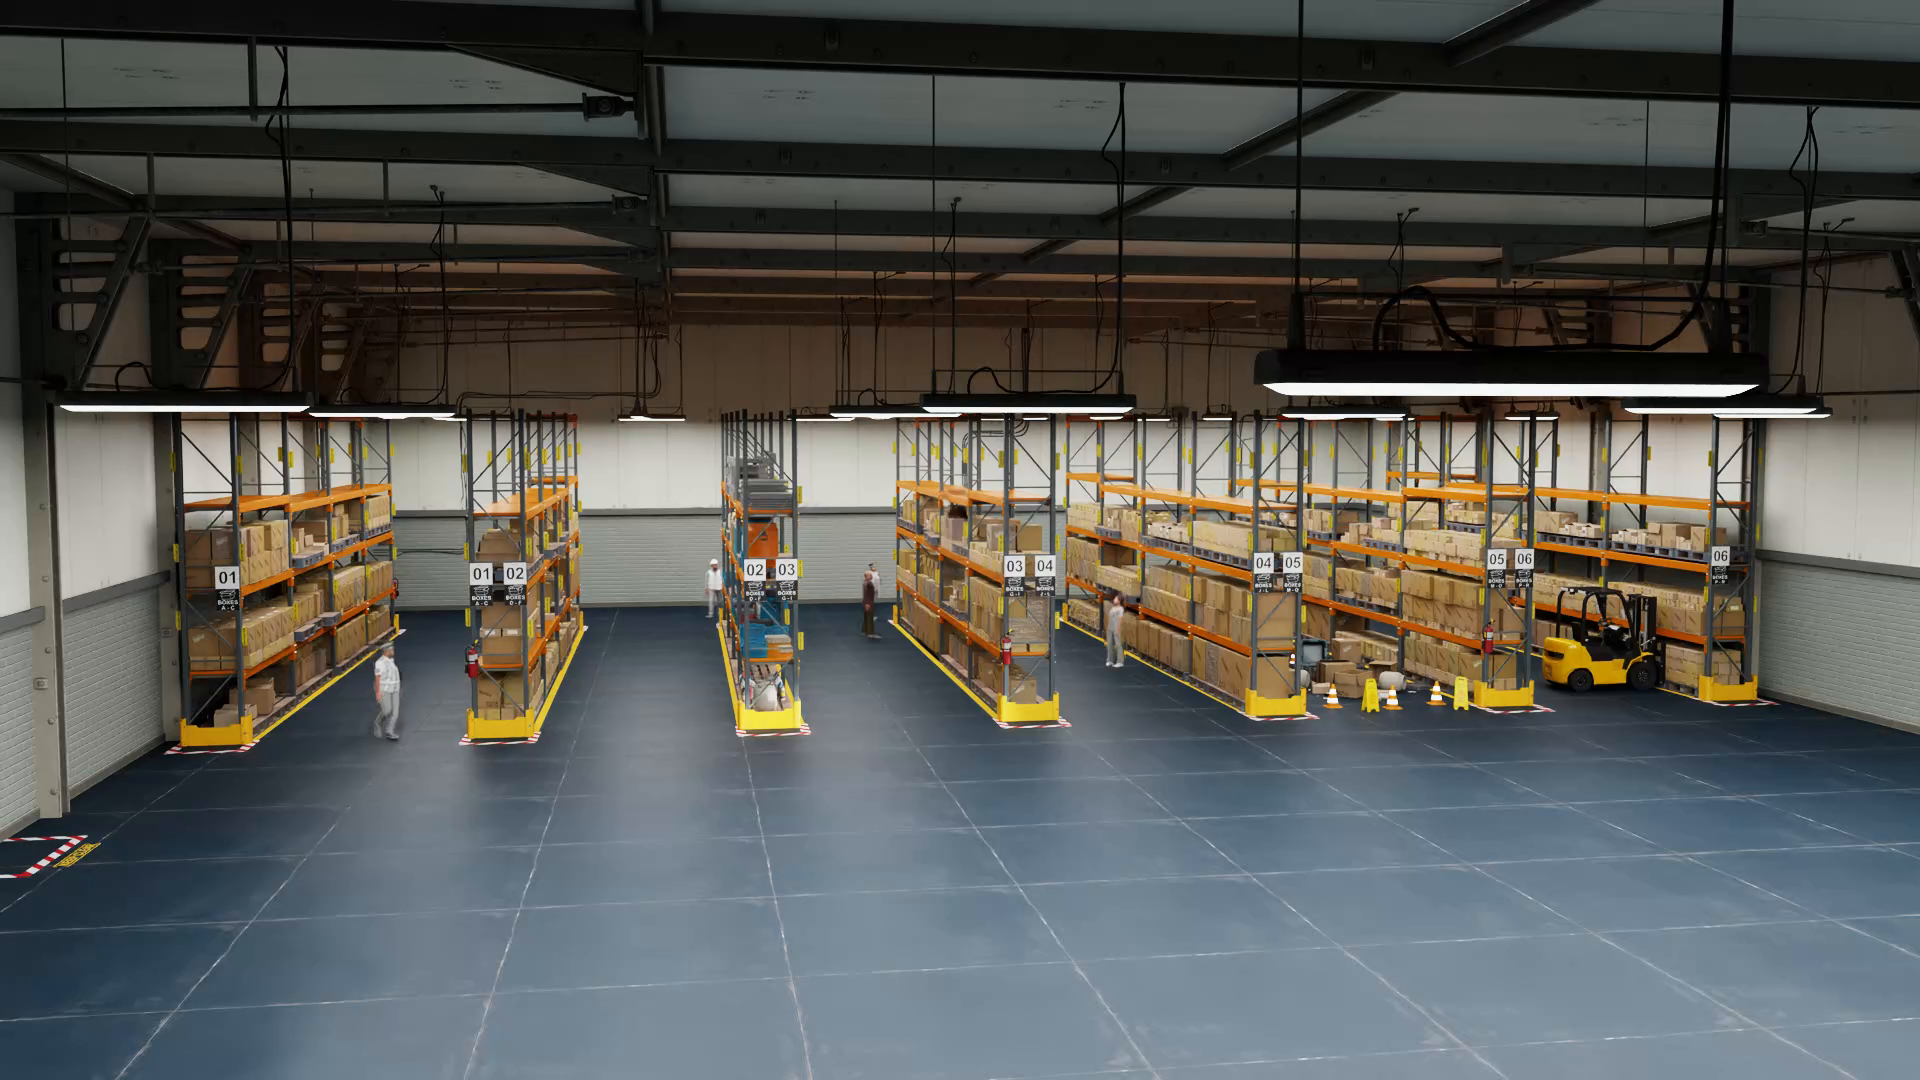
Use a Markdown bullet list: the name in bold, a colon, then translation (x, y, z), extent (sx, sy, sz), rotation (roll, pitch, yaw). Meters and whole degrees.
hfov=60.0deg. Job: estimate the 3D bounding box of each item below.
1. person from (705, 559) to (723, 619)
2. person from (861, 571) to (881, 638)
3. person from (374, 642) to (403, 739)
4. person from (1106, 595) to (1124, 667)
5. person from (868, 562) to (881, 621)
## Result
- **person**: translation (-7.246, 1.440, 49.113), extent (0.586, 1.733, 1.056), rotation (0, 4, -4)
- **person**: translation (-2.382, 1.721, 44.624), extent (0.573, 1.797, 0.614), rotation (0, 4, 4)
- **person**: translation (-10.379, 2.727, 30.151), extent (0.502, 1.757, 0.588), rotation (3, 5, 33)
- **person**: translation (3.618, 2.109, 38.738), extent (0.470, 1.667, 0.412), rotation (4, 6, 44)
- **person**: translation (-2.517, 1.499, 48.587), extent (0.395, 1.705, 0.534), rotation (2, 4, 25)
